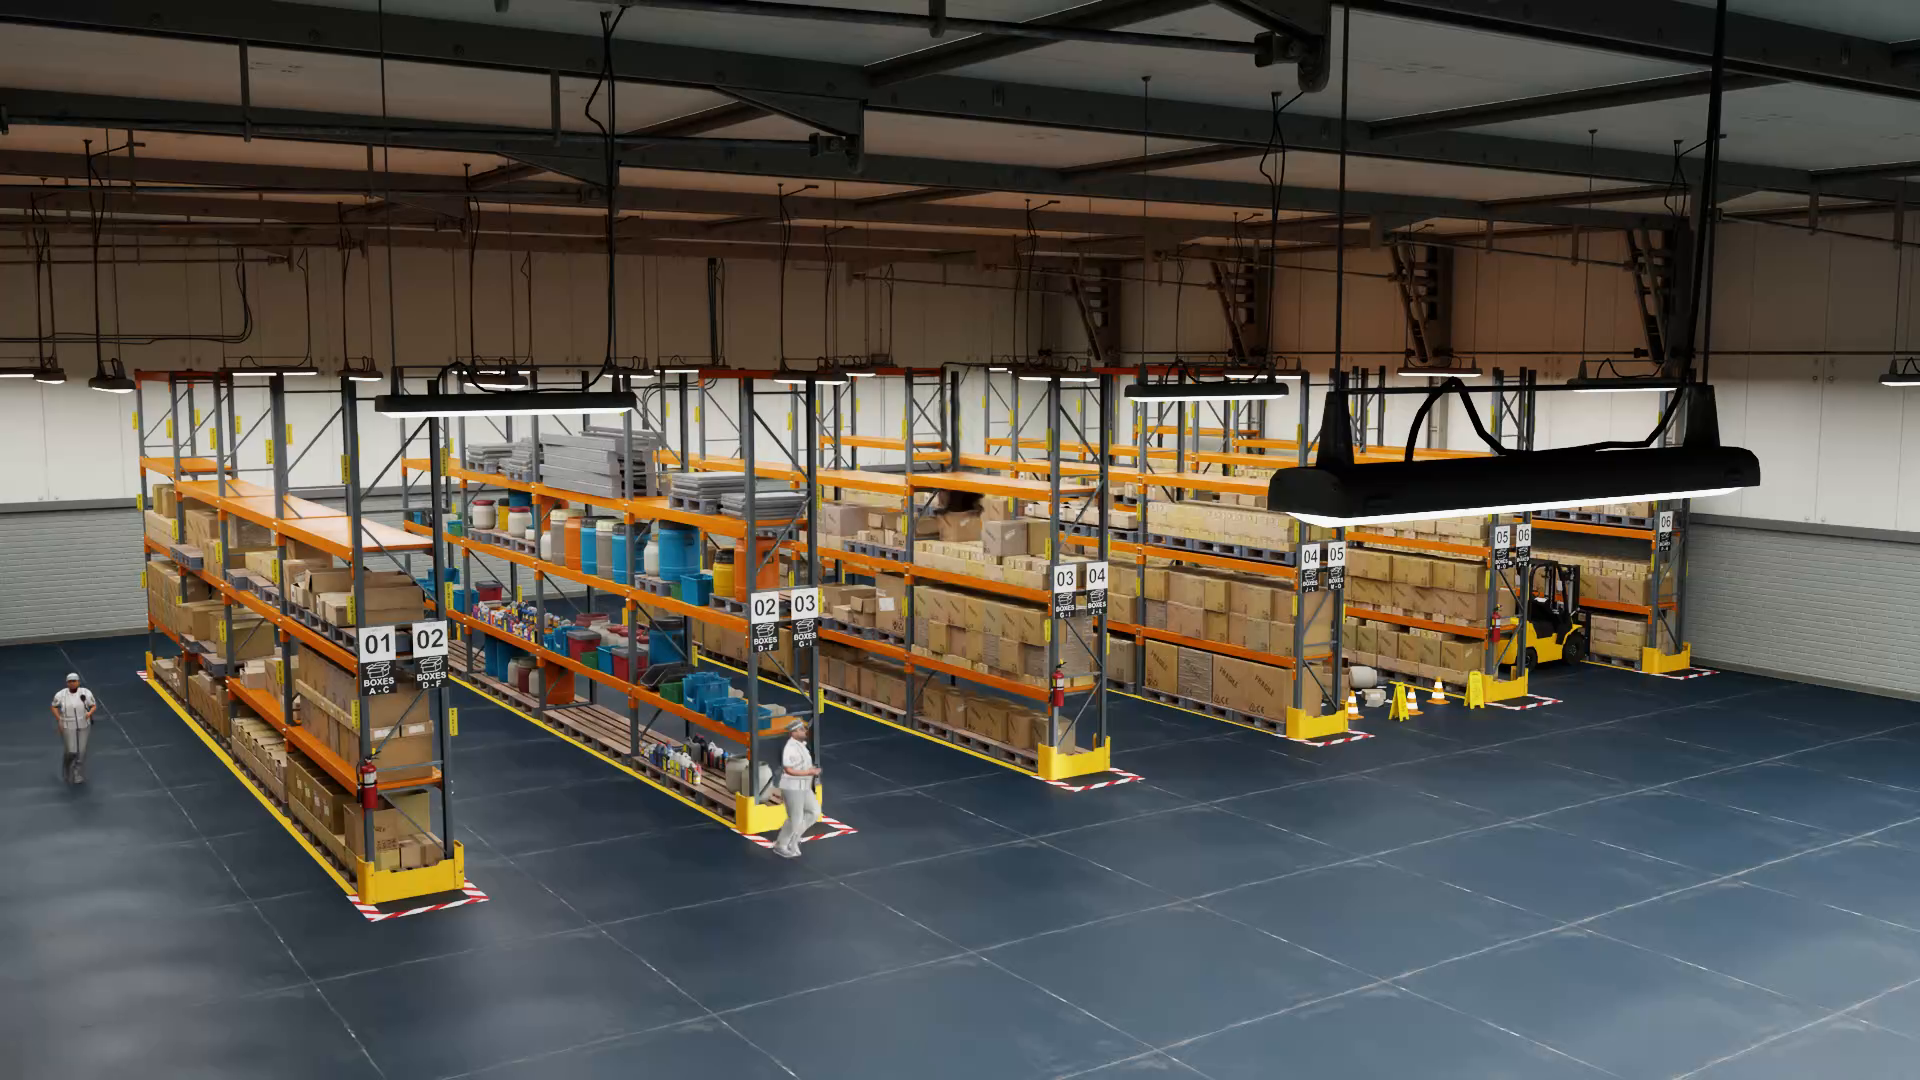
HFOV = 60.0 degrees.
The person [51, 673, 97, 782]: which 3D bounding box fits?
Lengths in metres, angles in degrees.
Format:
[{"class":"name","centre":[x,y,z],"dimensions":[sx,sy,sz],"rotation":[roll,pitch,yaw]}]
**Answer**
[{"class":"person","centre":[-12.980,2.763,24.435],"dimensions":[0.587,1.634,0.583],"rotation":[-5,8,-35]}]

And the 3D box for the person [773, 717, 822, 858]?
[{"class":"person","centre":[-2.023,3.110,20.860],"dimensions":[0.642,1.802,0.674],"rotation":[1,7,9]}]
